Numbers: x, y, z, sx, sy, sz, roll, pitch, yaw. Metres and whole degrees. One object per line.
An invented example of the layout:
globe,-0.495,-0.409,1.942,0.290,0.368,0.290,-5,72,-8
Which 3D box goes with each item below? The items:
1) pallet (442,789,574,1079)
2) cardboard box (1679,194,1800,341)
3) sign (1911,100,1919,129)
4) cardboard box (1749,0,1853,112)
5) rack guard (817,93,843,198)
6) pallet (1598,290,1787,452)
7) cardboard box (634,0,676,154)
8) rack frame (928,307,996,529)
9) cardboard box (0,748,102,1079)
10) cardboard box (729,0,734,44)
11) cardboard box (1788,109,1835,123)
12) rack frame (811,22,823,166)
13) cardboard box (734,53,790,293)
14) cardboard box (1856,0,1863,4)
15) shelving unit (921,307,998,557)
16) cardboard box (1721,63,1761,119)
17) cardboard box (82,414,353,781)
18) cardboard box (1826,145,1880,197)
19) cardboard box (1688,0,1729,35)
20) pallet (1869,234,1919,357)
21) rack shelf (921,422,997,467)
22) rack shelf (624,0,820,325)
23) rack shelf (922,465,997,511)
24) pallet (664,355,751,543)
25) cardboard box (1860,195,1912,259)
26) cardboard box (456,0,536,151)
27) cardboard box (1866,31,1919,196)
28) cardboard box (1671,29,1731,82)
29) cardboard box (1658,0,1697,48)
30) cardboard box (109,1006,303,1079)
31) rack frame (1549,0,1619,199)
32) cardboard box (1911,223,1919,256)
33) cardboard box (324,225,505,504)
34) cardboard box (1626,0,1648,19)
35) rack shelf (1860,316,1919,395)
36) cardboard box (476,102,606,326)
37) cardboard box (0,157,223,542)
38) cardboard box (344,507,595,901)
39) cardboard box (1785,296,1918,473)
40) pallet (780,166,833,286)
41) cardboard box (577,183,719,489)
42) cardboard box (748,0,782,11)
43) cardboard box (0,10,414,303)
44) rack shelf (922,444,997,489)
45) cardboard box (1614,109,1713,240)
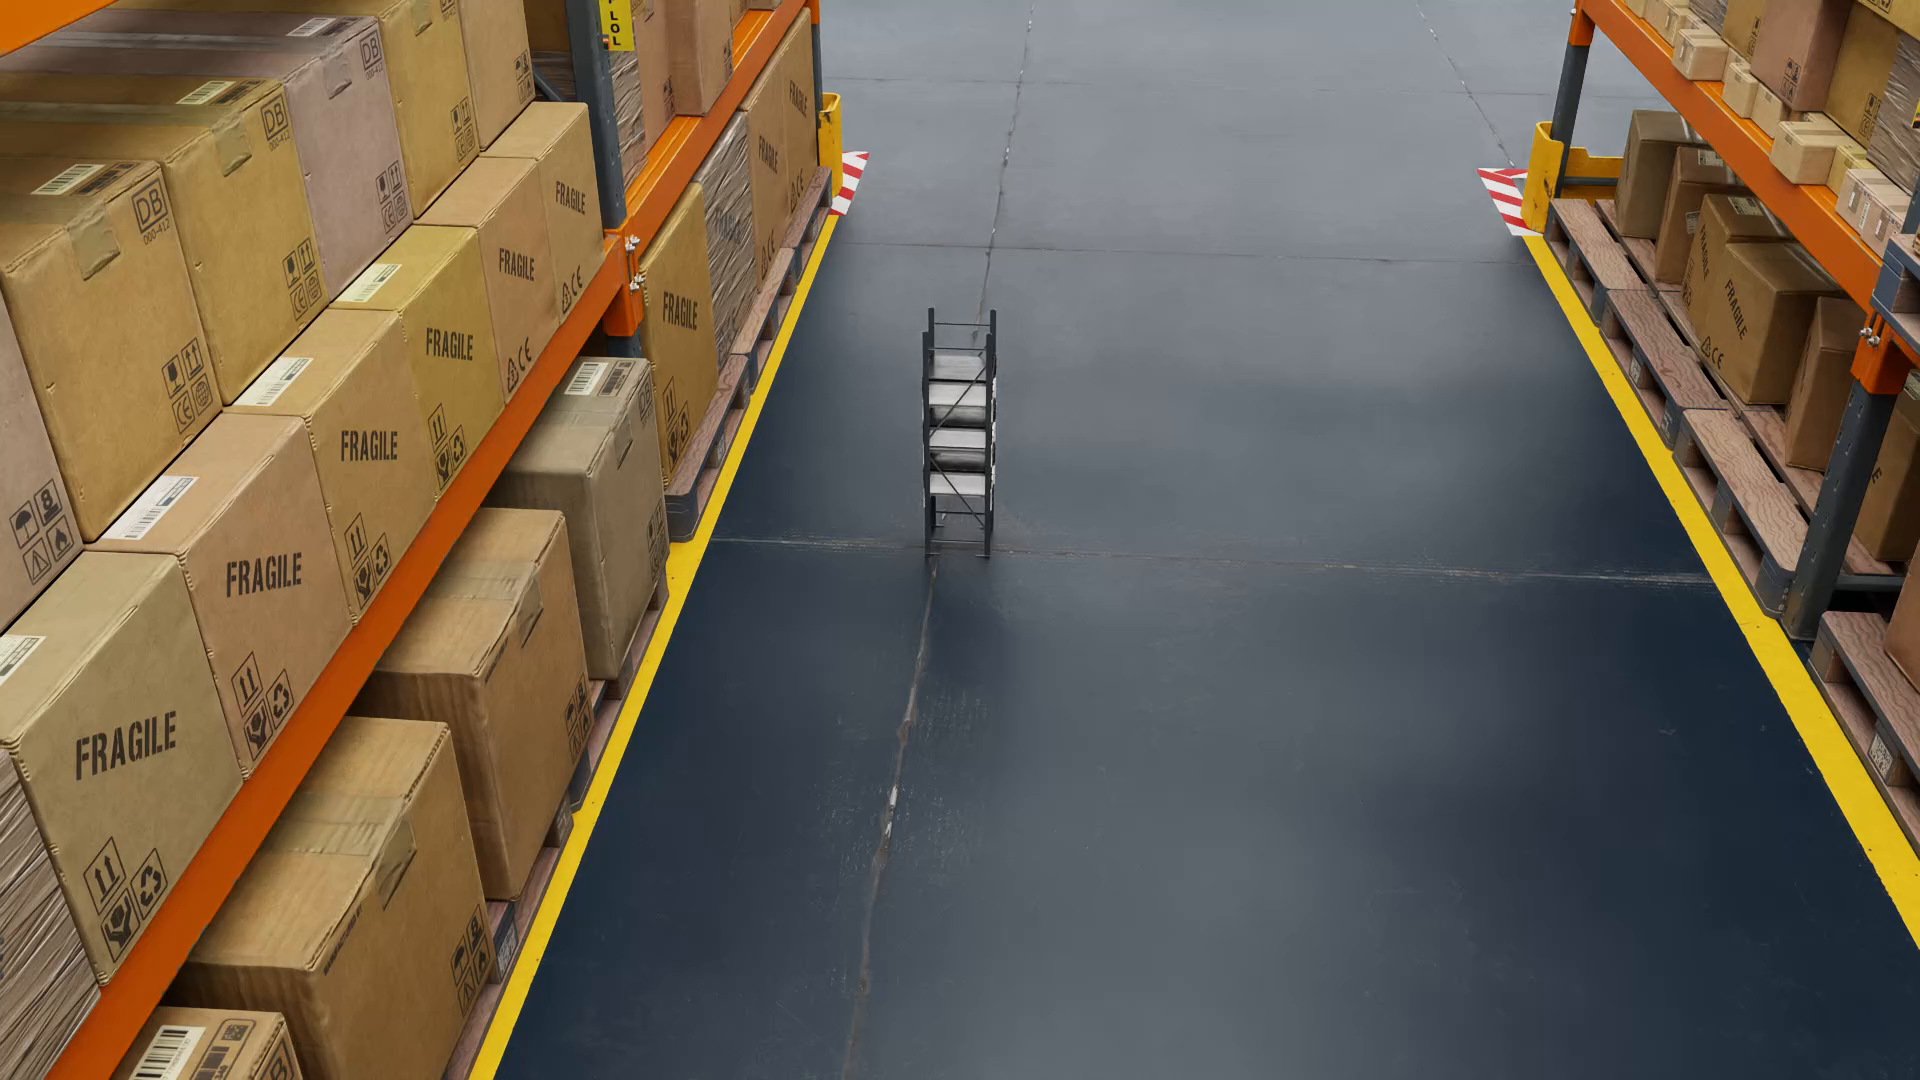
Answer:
pallet,-1.678,1.029,4.378,1.003,0.211,1.213,2,32,4
cardboard box,3.516,-1.179,7.287,0.500,0.500,0.500,5,32,9
sign,2.800,-1.327,4.719,0.100,0.325,0.005,2,32,4
cardboard box,3.456,-1.867,6.042,0.875,0.500,0.500,2,32,4
rack guard,-1.266,-2.244,9.415,1.175,0.500,0.348,2,32,4
pallet,3.458,-0.745,7.257,1.003,0.211,1.213,2,32,4
cardboard box,-1.553,-1.750,6.088,0.875,0.550,0.550,2,32,4
rack frame,0.008,-0.432,6.093,0.240,0.900,0.006,2,32,4
cardboard box,-1.613,0.622,2.287,0.500,0.500,0.500,3,32,5
cardboard box,-1.448,-2.309,6.994,0.875,0.550,0.500,2,32,4
cardboard box,3.238,-1.476,6.026,0.380,0.149,0.250,2,32,4
rack frame,-1.268,-3.296,8.739,1.000,3.000,0.127,2,32,4
cardboard box,-1.327,-1.752,7.859,0.875,0.875,0.875,2,32,3
cardboard box,3.144,-2.043,5.374,0.500,0.500,0.500,2,32,4
shelving unit,-0.001,-0.379,6.007,0.258,0.900,0.210,2,32,4
cardboard box,3.203,-1.741,6.456,0.380,0.149,0.250,2,32,4
cardboard box,-1.533,0.092,3.146,0.500,0.500,0.500,2,32,4
cardboard box,3.176,-1.216,5.603,0.380,0.149,0.250,2,32,4
cardboard box,3.591,-2.388,6.886,0.875,0.500,0.500,2,32,4
pallet,3.135,-0.464,4.327,1.003,0.211,1.213,2,32,4
rack shelf,-0.001,-0.350,6.025,0.258,0.077,0.200,2,32,4
rack shelf,-1.431,-1.944,7.231,1.077,0.370,4.000,2,32,4
rack shelf,-0.001,-0.197,6.119,0.258,0.077,0.200,2,32,4
pallet,-1.454,-0.411,6.716,1.003,0.211,1.213,2,32,4
cardboard box,3.066,-0.957,5.184,0.380,0.149,0.250,2,32,4
cardboard box,-1.628,-1.412,4.635,0.700,0.500,0.500,2,32,3
cardboard box,3.440,-1.341,5.189,0.875,0.500,0.500,2,32,4
cardboard box,3.188,-2.005,6.884,0.380,0.149,0.250,2,32,4
cardboard box,3.305,-2.263,7.303,0.380,0.149,0.250,2,32,4
cardboard box,-1.780,1.352,2.941,1.050,0.750,0.750,2,32,3
rack frame,3.668,-3.031,8.309,1.000,3.000,0.127,2,32,4
cardboard box,3.138,-0.964,3.983,1.000,1.000,1.000,3,32,4
cardboard box,-1.452,-0.434,4.000,0.500,0.500,0.500,3,32,5
cardboard box,3.332,-2.525,7.728,0.380,0.149,0.250,2,32,4
rack shelf,3.179,0.413,3.407,1.077,0.370,4.000,2,32,4
cardboard box,-1.369,-0.962,4.857,0.500,0.500,0.500,2,32,4
cardboard box,-1.793,-0.348,2.907,0.700,0.500,0.500,2,32,3
cardboard box,-1.637,0.408,4.474,1.050,0.750,0.750,2,32,4
cardboard box,3.453,-0.561,6.284,0.500,0.500,0.500,13,34,19
pallet,-1.255,-1.687,8.787,1.003,0.211,1.213,2,32,4
cardboard box,-1.472,-0.804,6.321,0.875,0.875,0.875,3,32,5
cardboard box,-1.276,-2.875,7.913,0.875,0.550,0.550,2,32,4
cardboard box,-1.709,-0.879,3.769,0.700,0.500,0.500,3,32,4
rack shelf,-0.001,-0.274,6.072,0.258,0.077,0.200,2,32,4
cardboard box,3.600,-1.820,8.326,0.500,0.500,0.500,8,33,13
